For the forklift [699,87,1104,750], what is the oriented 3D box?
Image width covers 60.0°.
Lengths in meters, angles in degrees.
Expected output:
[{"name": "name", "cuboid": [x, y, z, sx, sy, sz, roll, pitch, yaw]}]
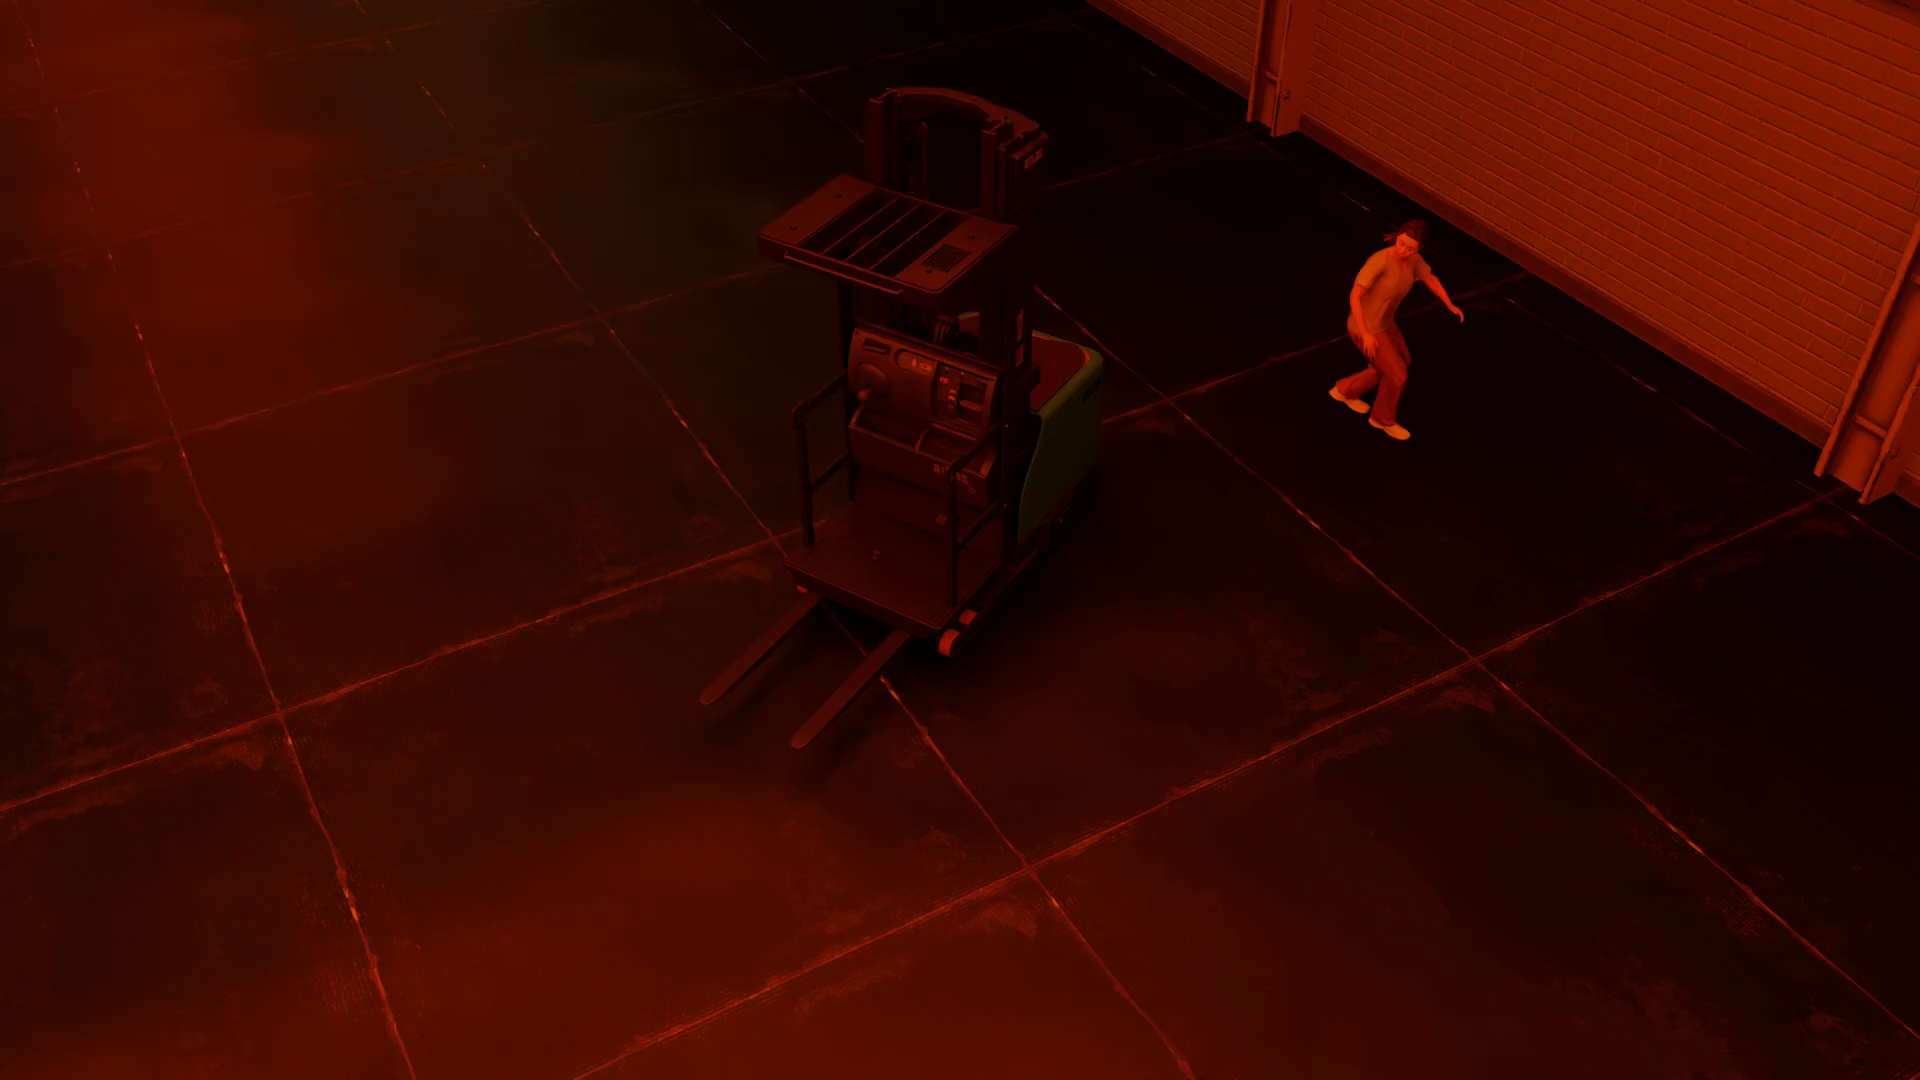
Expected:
[{"name": "forklift", "cuboid": [-0.323, -0.797, 8.997, 1.130, 2.935, 3.031, 22, 44, 24]}]

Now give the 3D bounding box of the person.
[{"name": "person", "cuboid": [2.796, -1.337, 10.732, 0.749, 1.551, 0.774, 26, 46, 28]}]
